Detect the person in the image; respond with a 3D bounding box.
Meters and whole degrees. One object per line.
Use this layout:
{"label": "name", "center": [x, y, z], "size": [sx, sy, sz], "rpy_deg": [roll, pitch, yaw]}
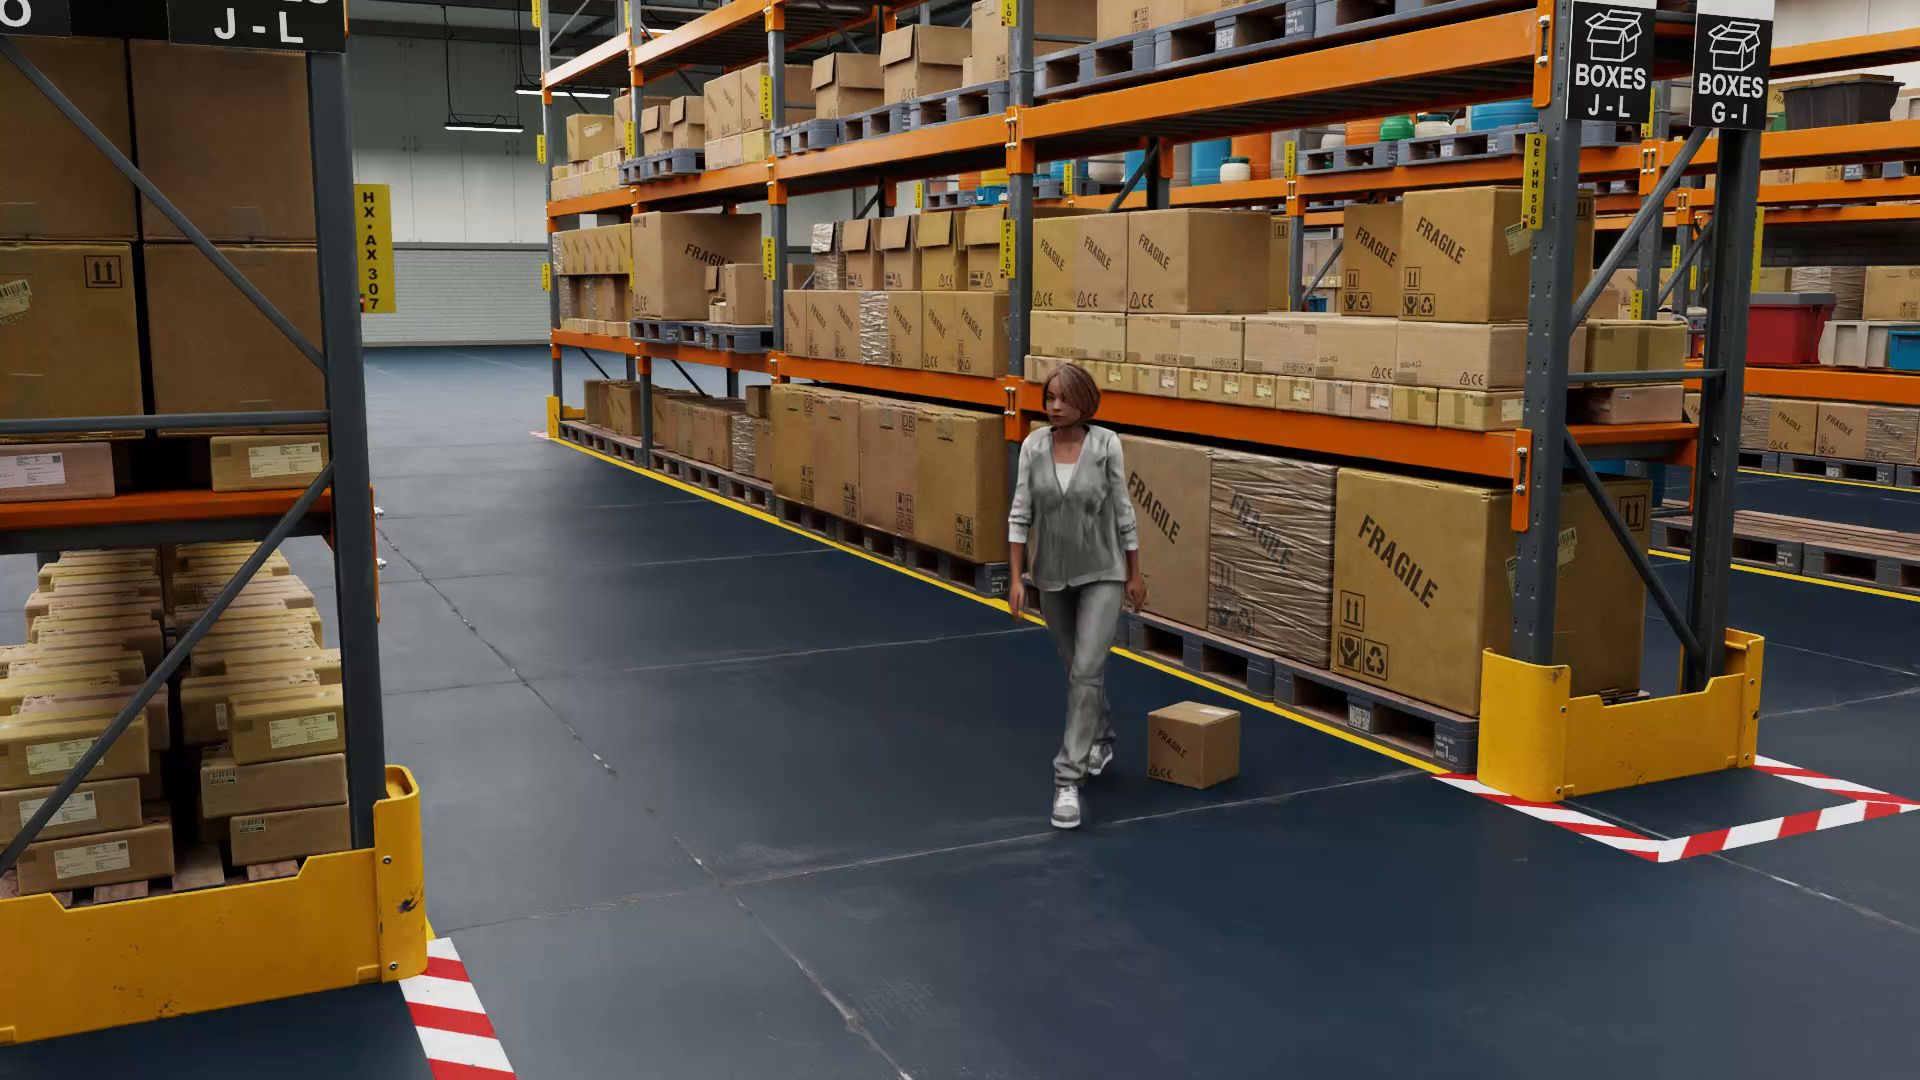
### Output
{"label": "person", "center": [0.388, 0.148, 5.895], "size": [0.442, 1.539, 0.877], "rpy_deg": [4, 10, 24]}
